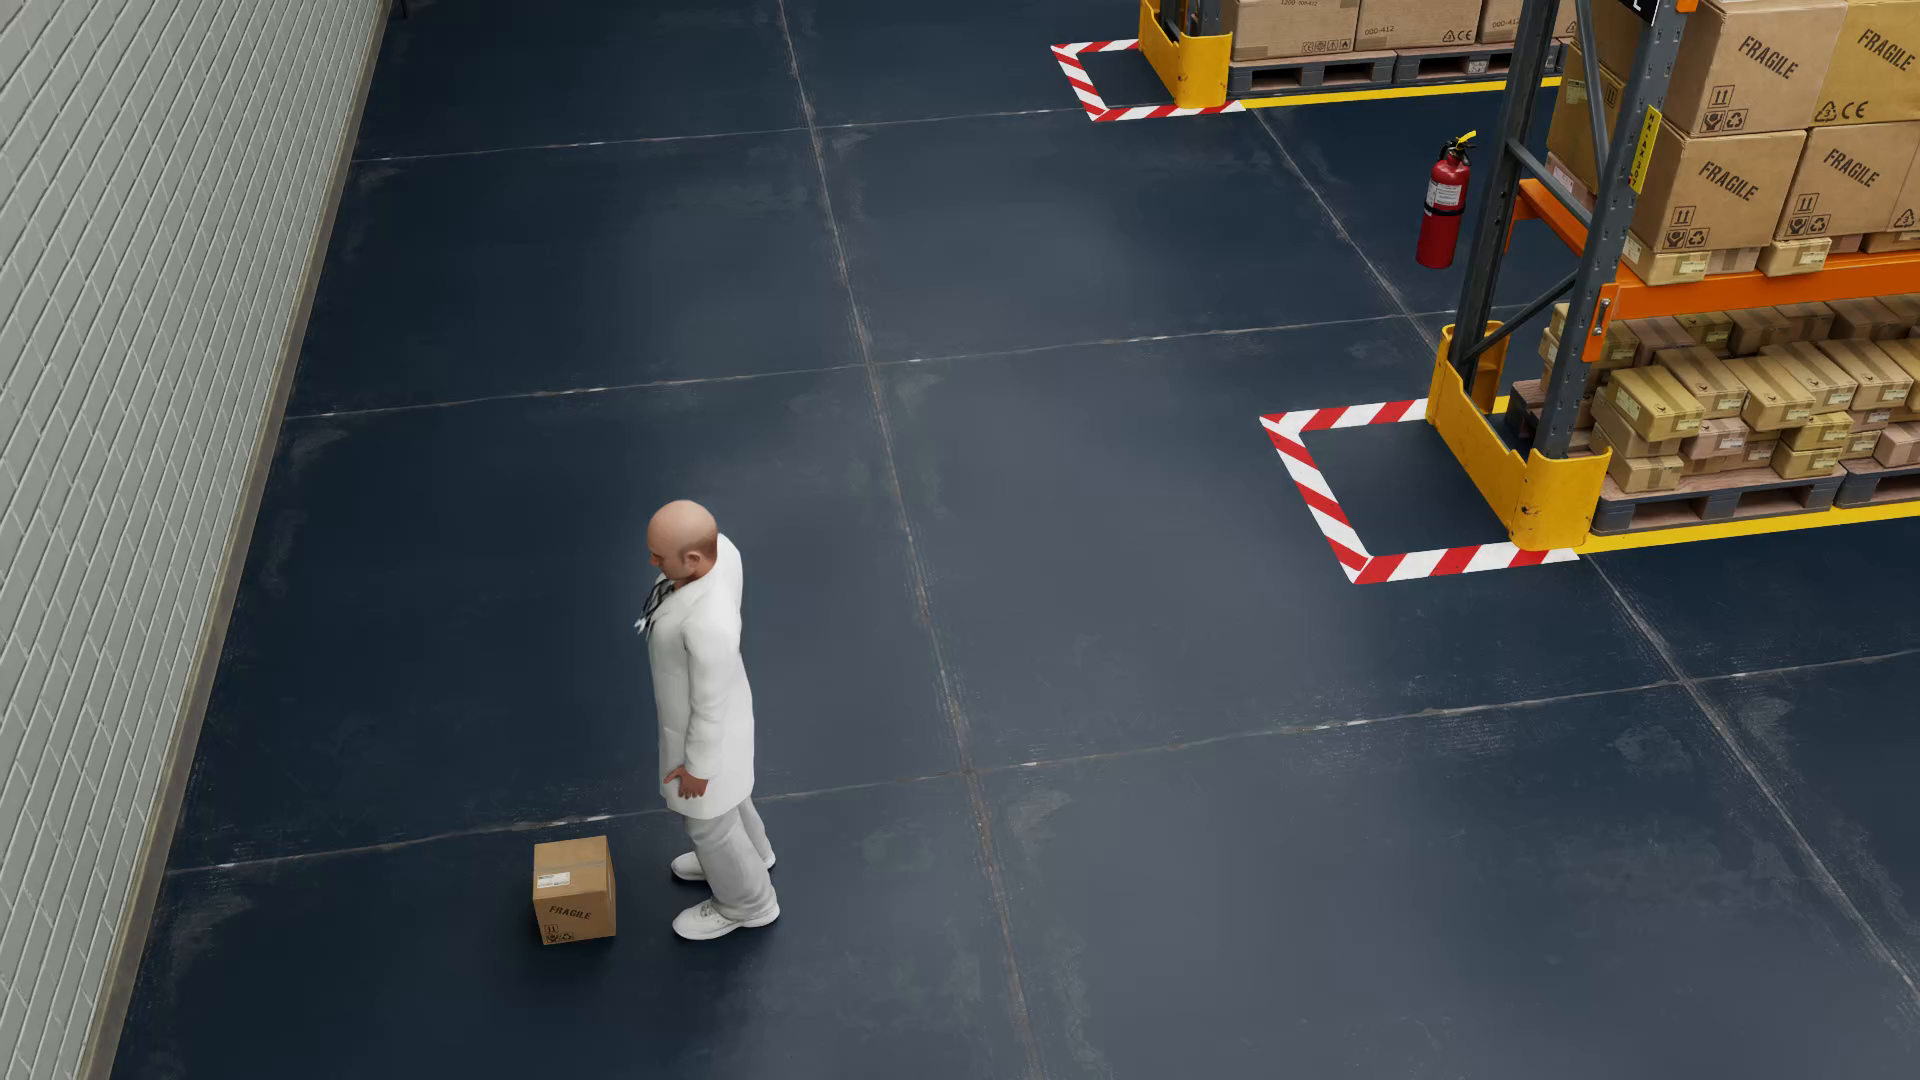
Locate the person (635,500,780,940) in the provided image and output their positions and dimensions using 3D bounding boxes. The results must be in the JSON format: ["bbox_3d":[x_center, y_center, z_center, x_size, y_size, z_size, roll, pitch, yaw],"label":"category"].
[{"bbox_3d":[-0.839,0.680,5.479,0.378,1.559,0.562,-5,38,-7],"label":"person"}]
